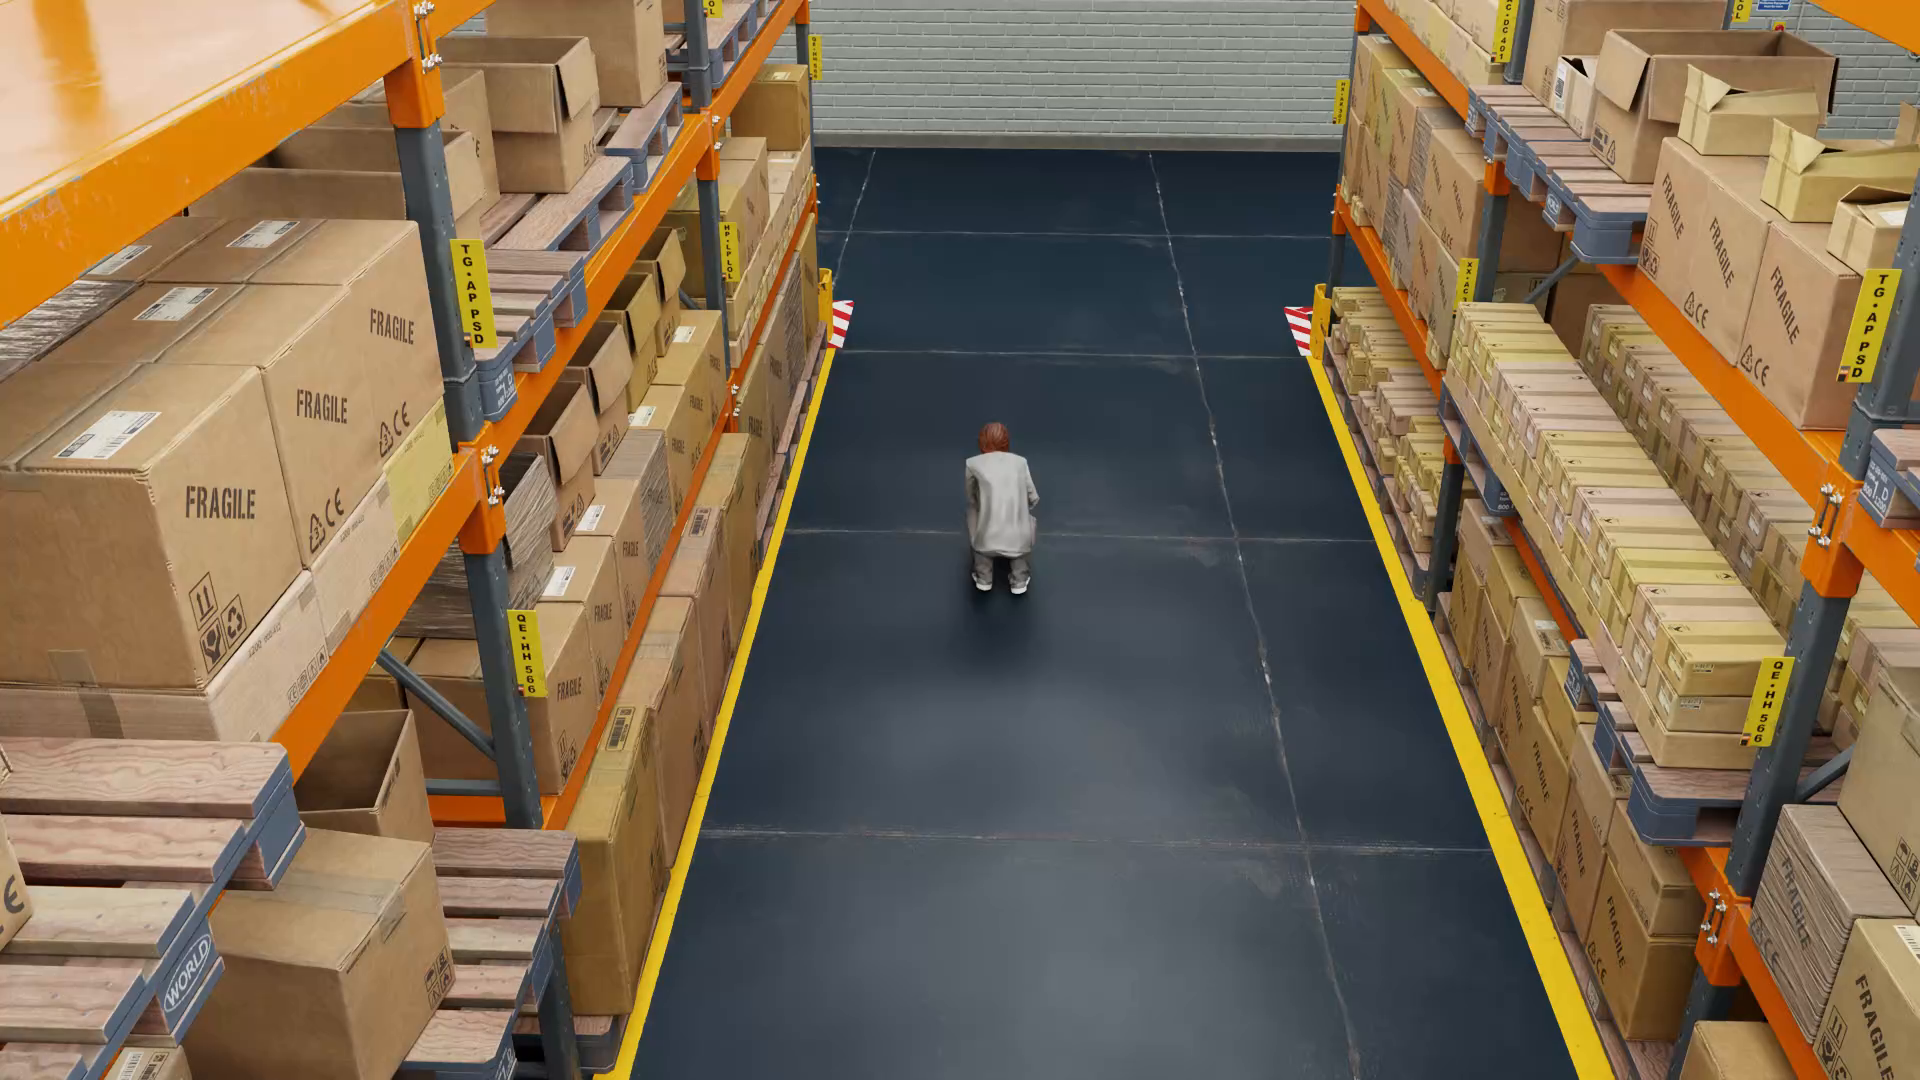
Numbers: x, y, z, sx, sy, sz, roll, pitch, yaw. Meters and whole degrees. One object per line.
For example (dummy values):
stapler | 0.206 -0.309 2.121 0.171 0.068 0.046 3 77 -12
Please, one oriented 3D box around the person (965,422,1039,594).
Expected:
person | 0.244 -0.179 9.726 0.440 0.885 0.799 1 28 2
